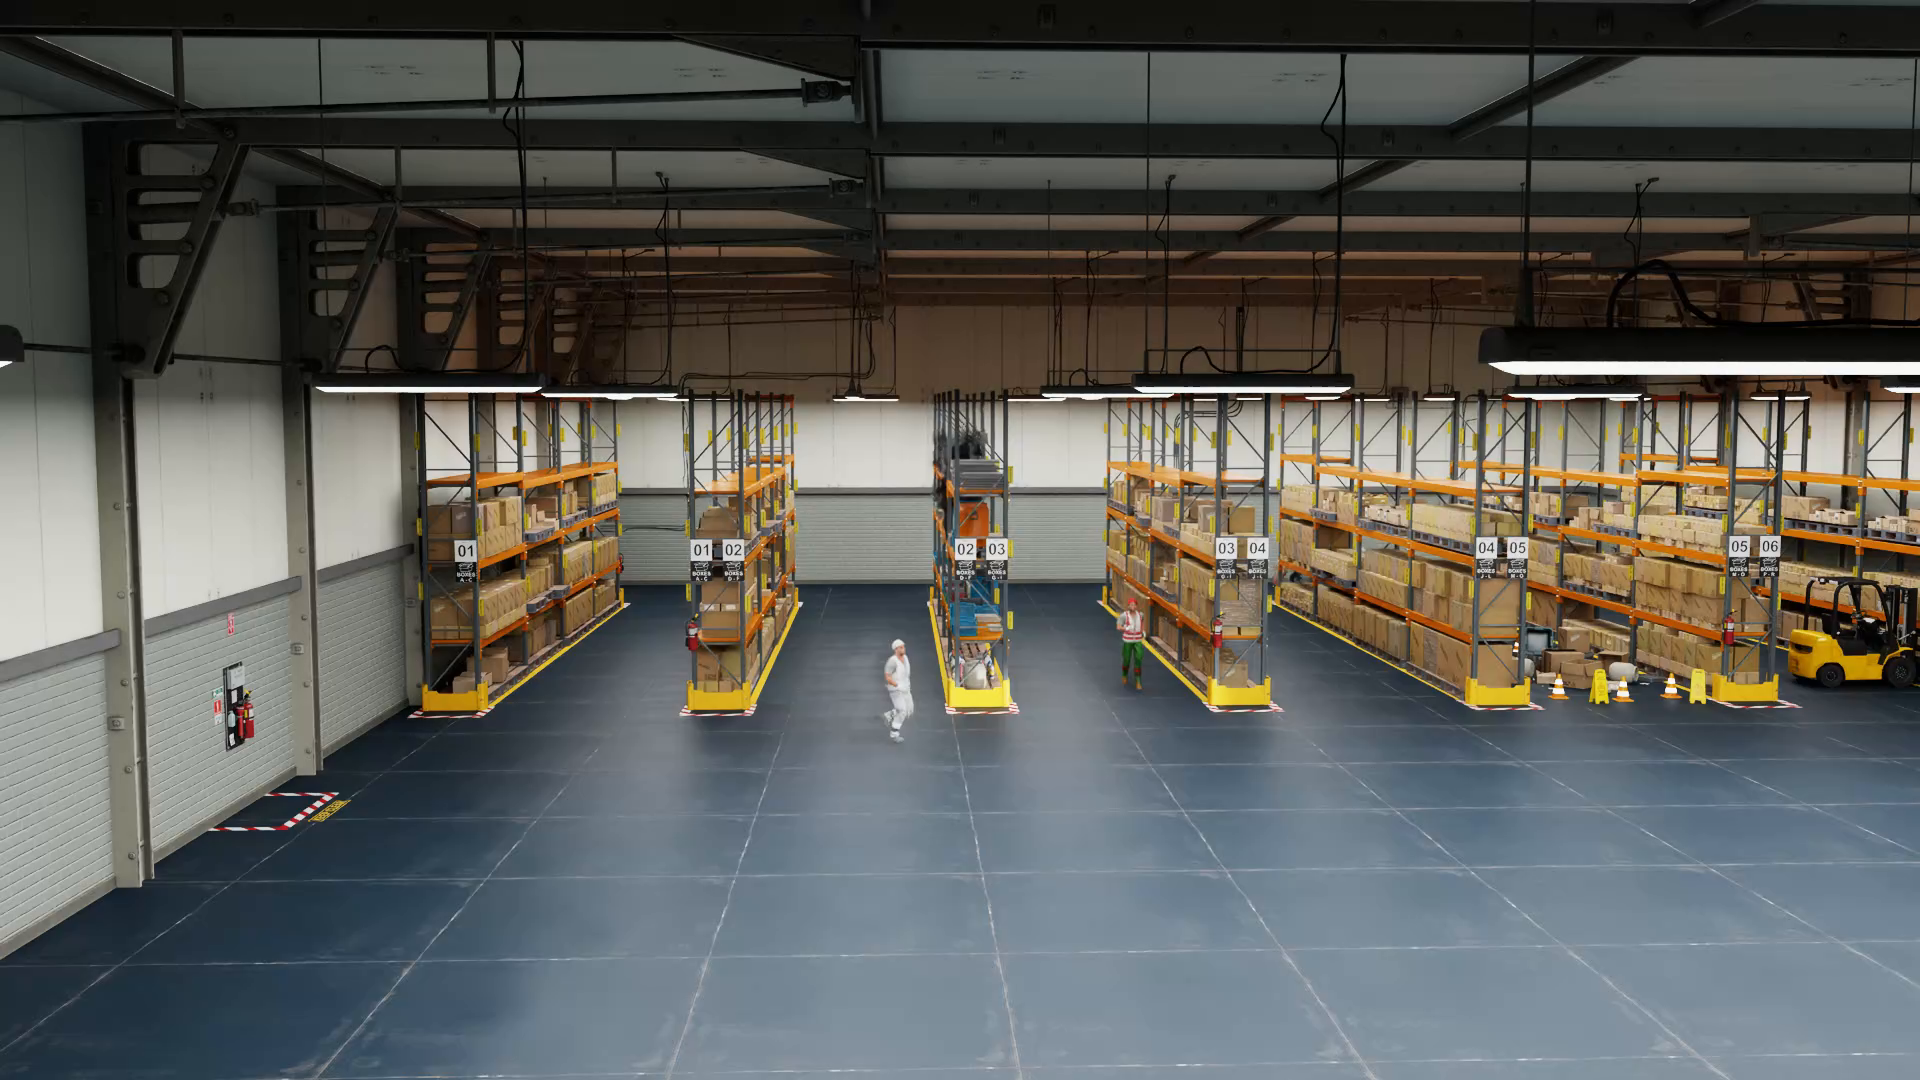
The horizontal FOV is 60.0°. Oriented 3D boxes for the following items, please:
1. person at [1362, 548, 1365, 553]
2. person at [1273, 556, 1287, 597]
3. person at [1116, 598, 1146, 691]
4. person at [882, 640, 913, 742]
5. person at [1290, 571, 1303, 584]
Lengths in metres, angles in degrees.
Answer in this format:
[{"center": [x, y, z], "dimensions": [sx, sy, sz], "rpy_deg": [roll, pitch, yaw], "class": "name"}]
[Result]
[{"center": [11.335, 1.056, 47.004], "dimensions": [0.607, 1.703, 0.821], "rpy_deg": [0, 5, -5], "class": "person"}, {"center": [9.459, 0.928, 48.947], "dimensions": [0.529, 1.612, 0.630], "rpy_deg": [-1, 5, -8], "class": "person"}, {"center": [3.457, 2.080, 33.570], "dimensions": [0.661, 1.845, 0.835], "rpy_deg": [-1, 5, -7], "class": "person"}, {"center": [-1.043, 2.556, 28.272], "dimensions": [0.616, 1.750, 0.677], "rpy_deg": [3, 6, 33], "class": "person"}, {"center": [9.931, 0.843, 48.962], "dimensions": [0.915, 1.753, 0.730], "rpy_deg": [2, 5, 28], "class": "person"}]
